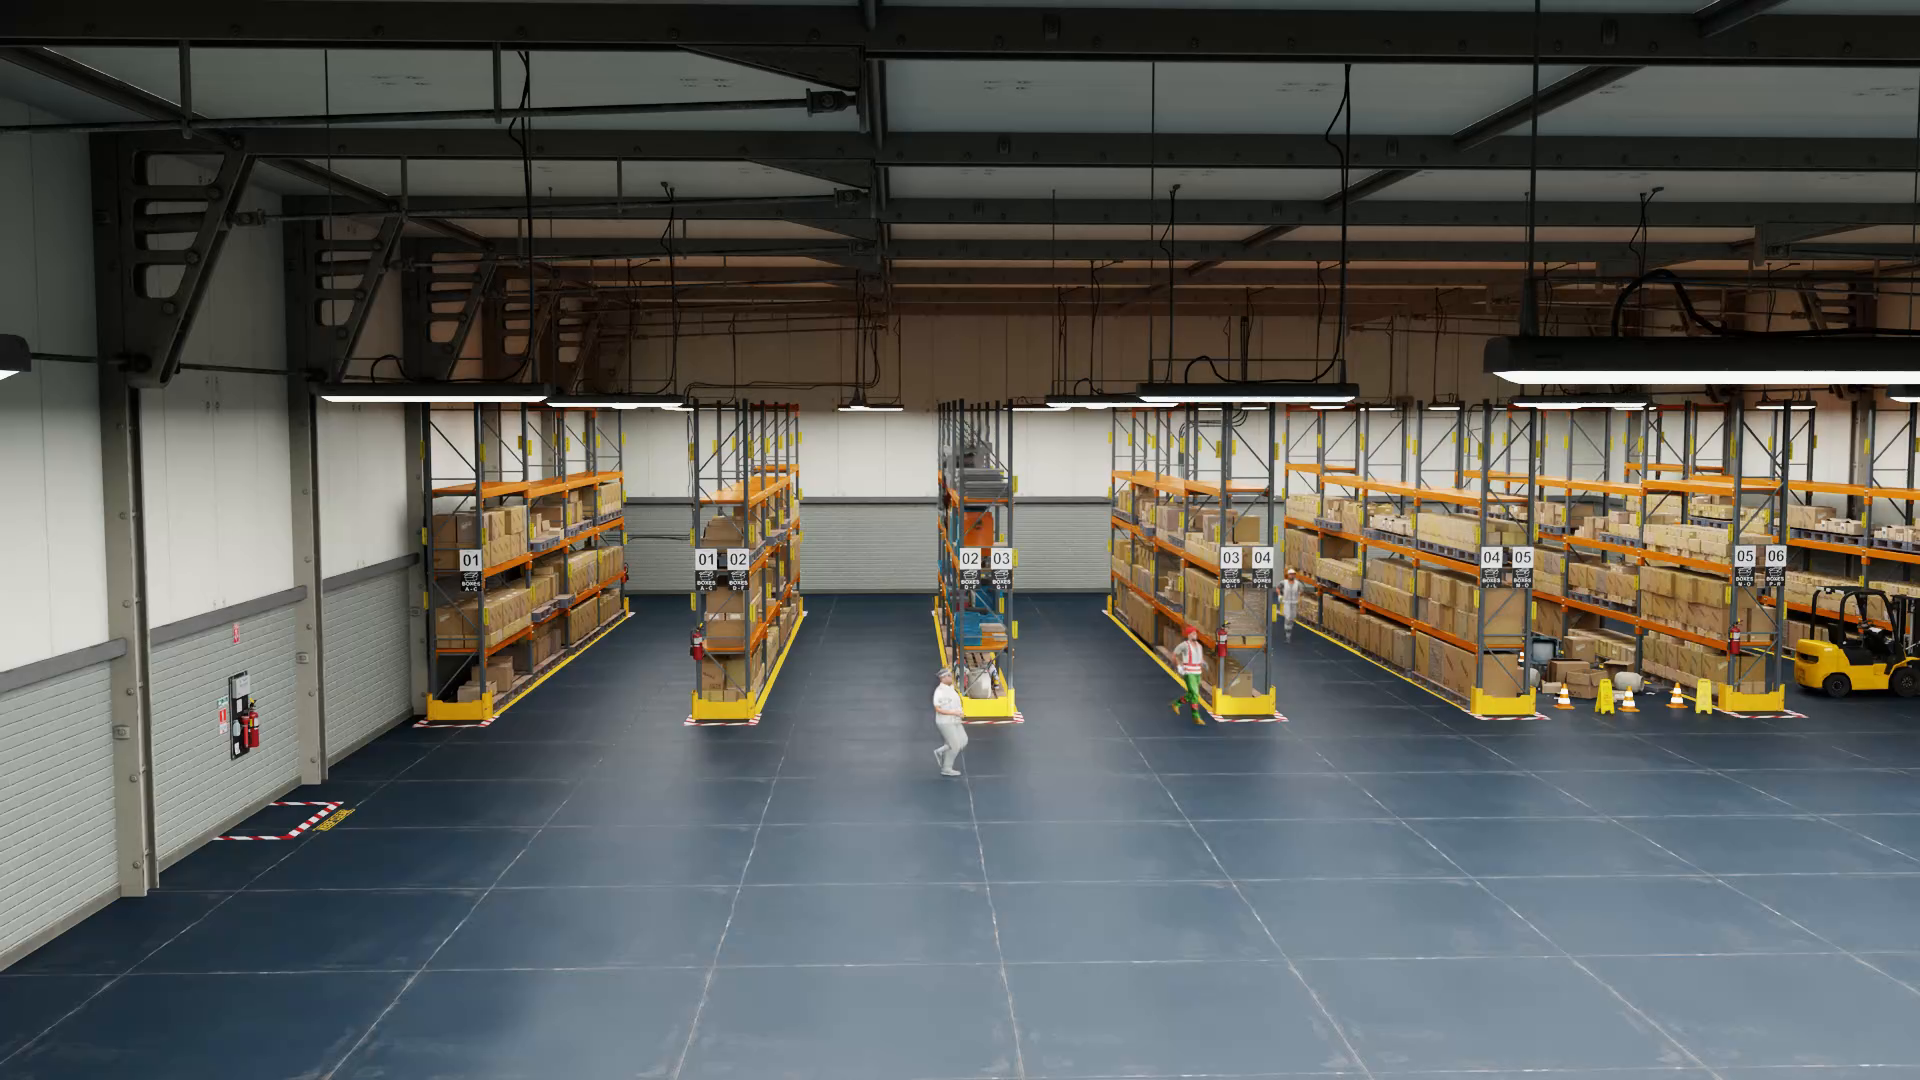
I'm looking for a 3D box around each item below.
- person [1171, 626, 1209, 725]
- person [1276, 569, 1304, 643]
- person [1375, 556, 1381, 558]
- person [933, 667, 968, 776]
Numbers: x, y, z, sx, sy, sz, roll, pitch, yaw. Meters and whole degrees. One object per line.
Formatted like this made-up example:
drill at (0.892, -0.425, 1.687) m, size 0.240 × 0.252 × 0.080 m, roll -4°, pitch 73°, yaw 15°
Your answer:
person at (4.301, 2.498, 30.932) m, size 0.676 × 1.785 × 0.883 m, roll -3°, pitch 6°, yaw -39°
person at (8.314, 1.647, 41.856) m, size 0.638 × 1.842 × 0.838 m, roll 0°, pitch 4°, yaw -3°
person at (11.707, 1.316, 46.657) m, size 0.656 × 1.766 × 0.939 m, roll -1°, pitch 4°, yaw -11°
person at (-0.163, 2.857, 26.293) m, size 0.593 × 1.731 × 0.622 m, roll 2°, pitch 5°, yaw 20°
